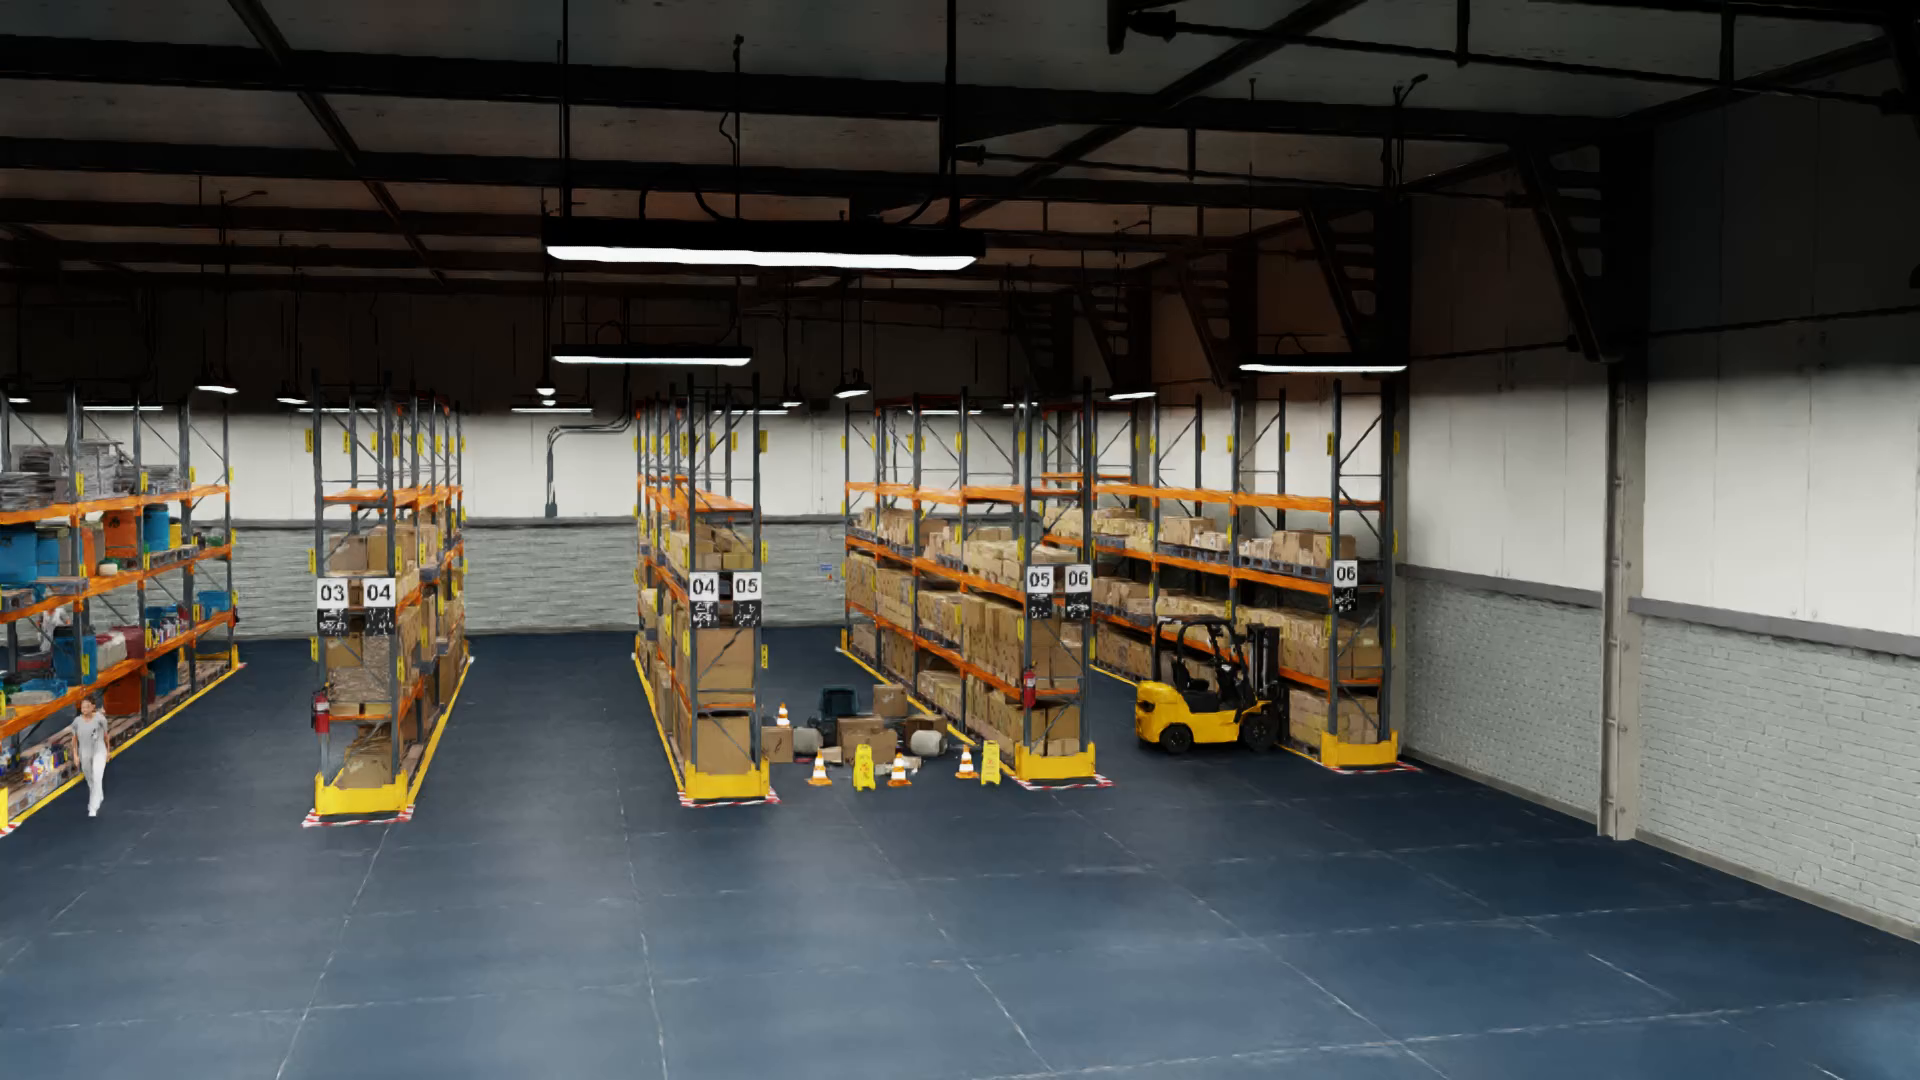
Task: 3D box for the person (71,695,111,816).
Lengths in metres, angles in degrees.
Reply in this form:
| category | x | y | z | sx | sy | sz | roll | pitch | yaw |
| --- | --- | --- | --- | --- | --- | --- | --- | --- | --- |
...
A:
| category | x | y | z | sx | sy | sz | roll | pitch | yaw |
| --- | --- | --- | --- | --- | --- | --- | --- | --- | --- |
| person | -11.789 | 2.889 | 22.525 | 0.446 | 1.590 | 1.110 | -1 | 3 | -12 |

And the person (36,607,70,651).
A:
| category | x | y | z | sx | sy | sz | roll | pitch | yaw |
| --- | --- | --- | --- | --- | --- | --- | --- | --- | --- |
| person | -19.543 | 2.072 | 35.832 | 0.677 | 1.742 | 0.552 | -1 | 3 | -15 |
